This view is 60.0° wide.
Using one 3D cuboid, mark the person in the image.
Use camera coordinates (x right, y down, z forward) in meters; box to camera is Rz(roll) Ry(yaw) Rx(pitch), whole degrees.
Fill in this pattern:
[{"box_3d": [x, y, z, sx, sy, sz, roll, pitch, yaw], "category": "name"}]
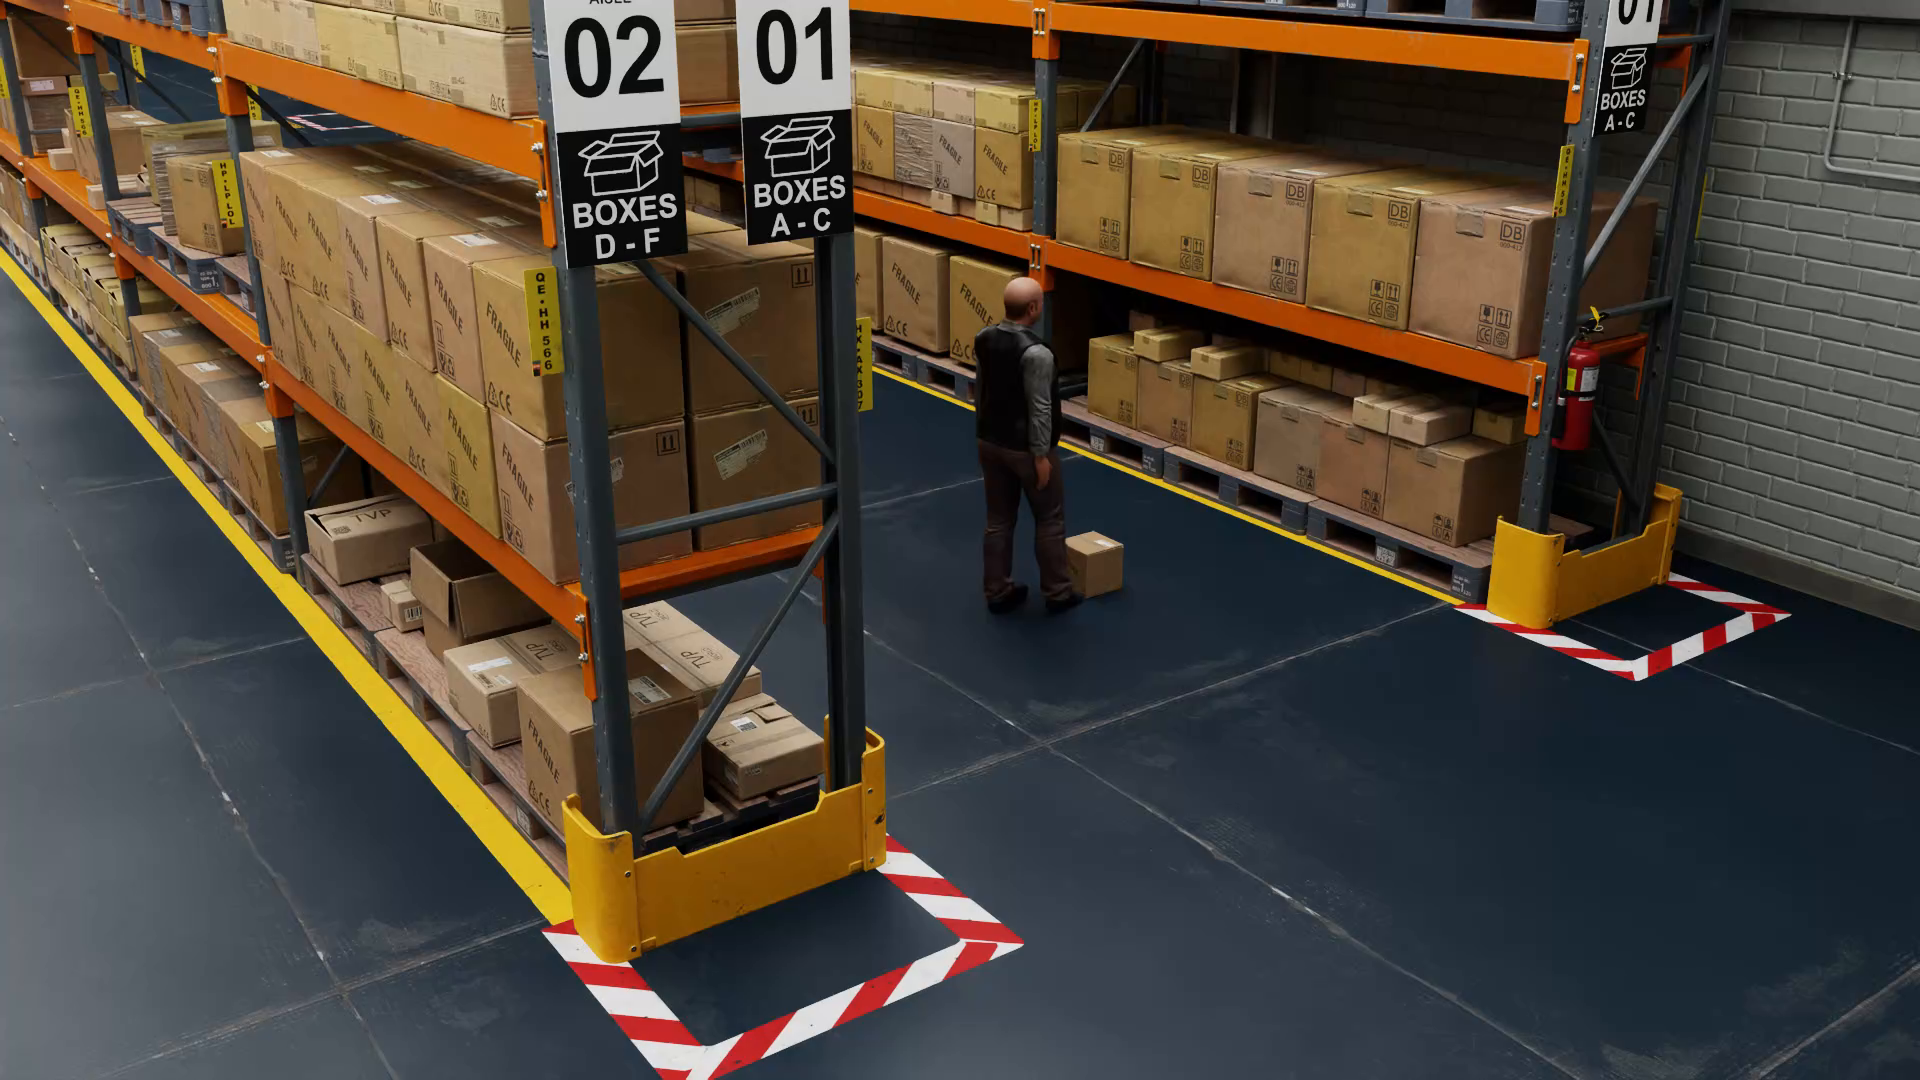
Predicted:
[{"box_3d": [0.338, -0.470, 8.358, 0.565, 1.755, 0.526, 19, 28, 41], "category": "person"}]
